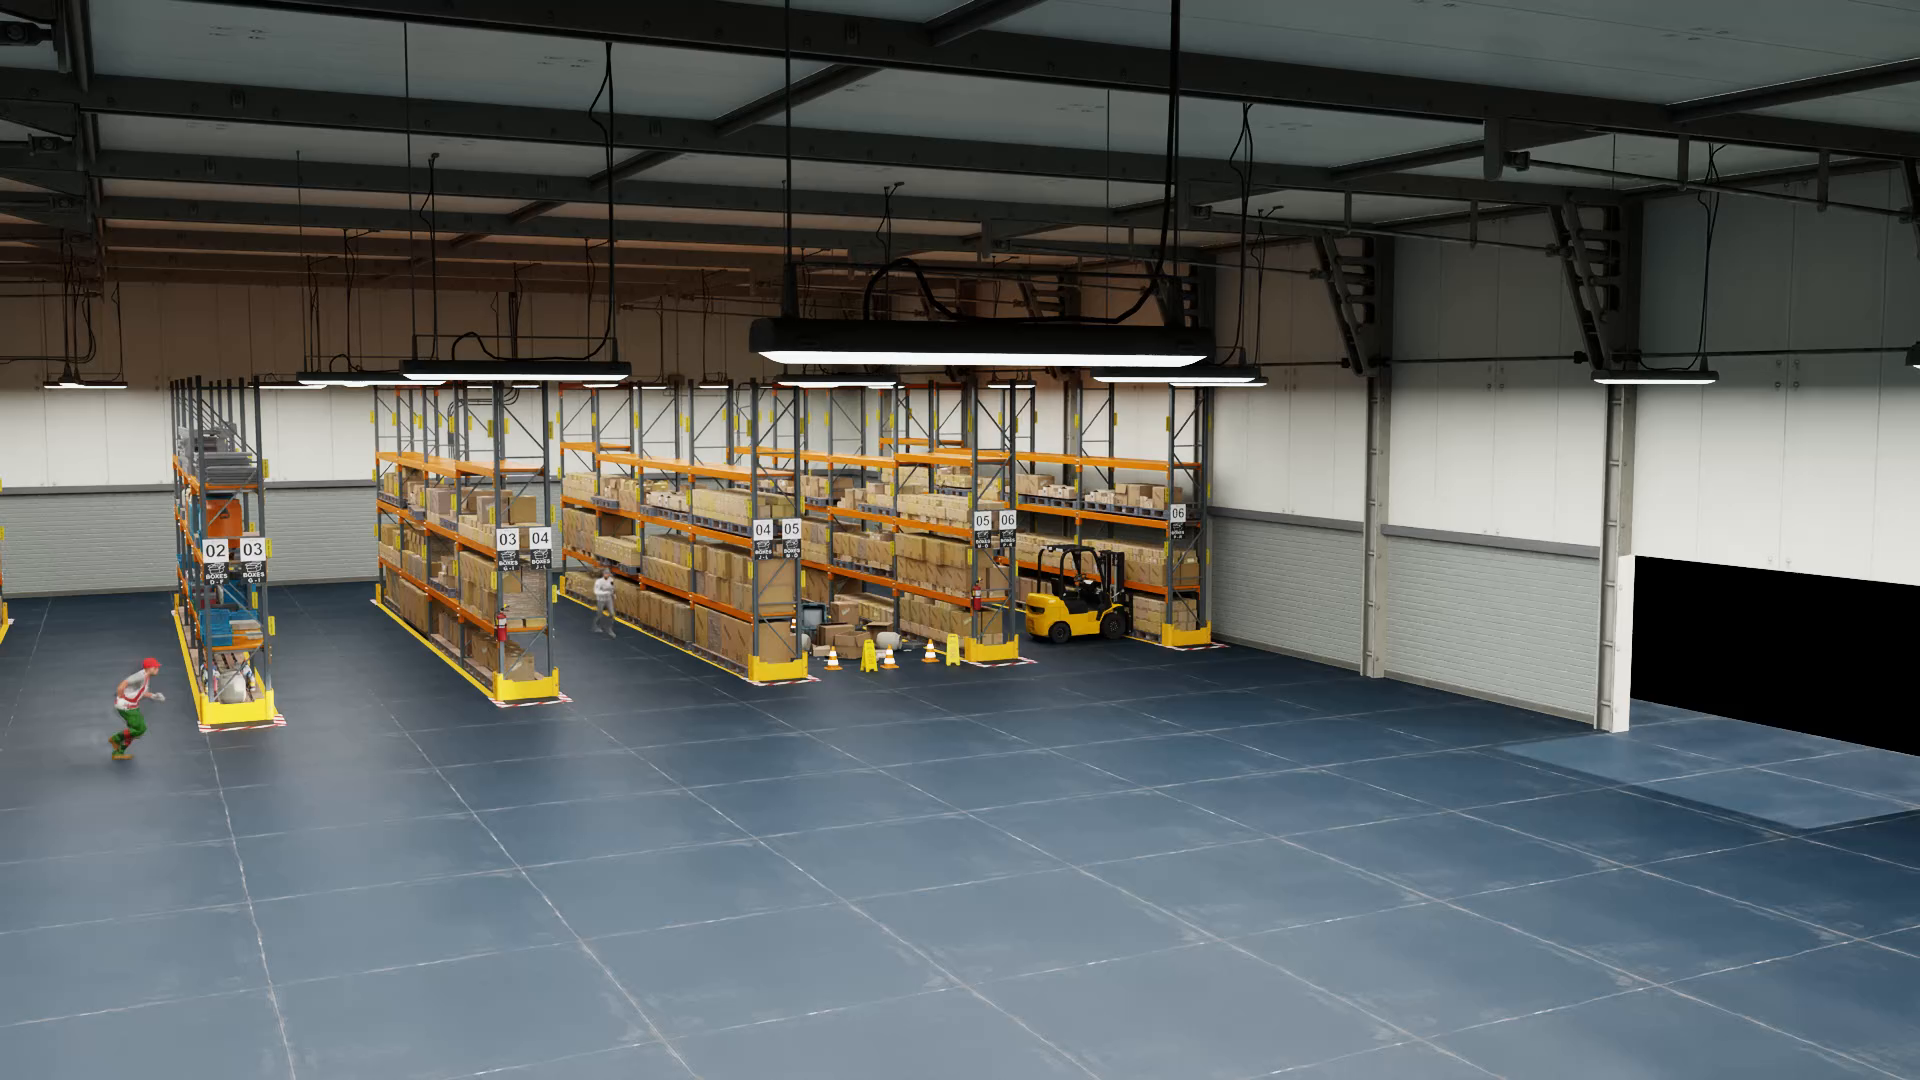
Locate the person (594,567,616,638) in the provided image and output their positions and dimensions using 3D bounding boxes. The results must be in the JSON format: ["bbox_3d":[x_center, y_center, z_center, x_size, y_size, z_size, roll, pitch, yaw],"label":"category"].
[{"bbox_3d":[-8.332,1.442,39.001,0.597,1.658,0.942,-3,6,-30],"label":"person"}]

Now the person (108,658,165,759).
[{"bbox_3d":[-12.835,2.634,25.869,0.819,1.591,0.702,-1,5,-8],"label":"person"}]
